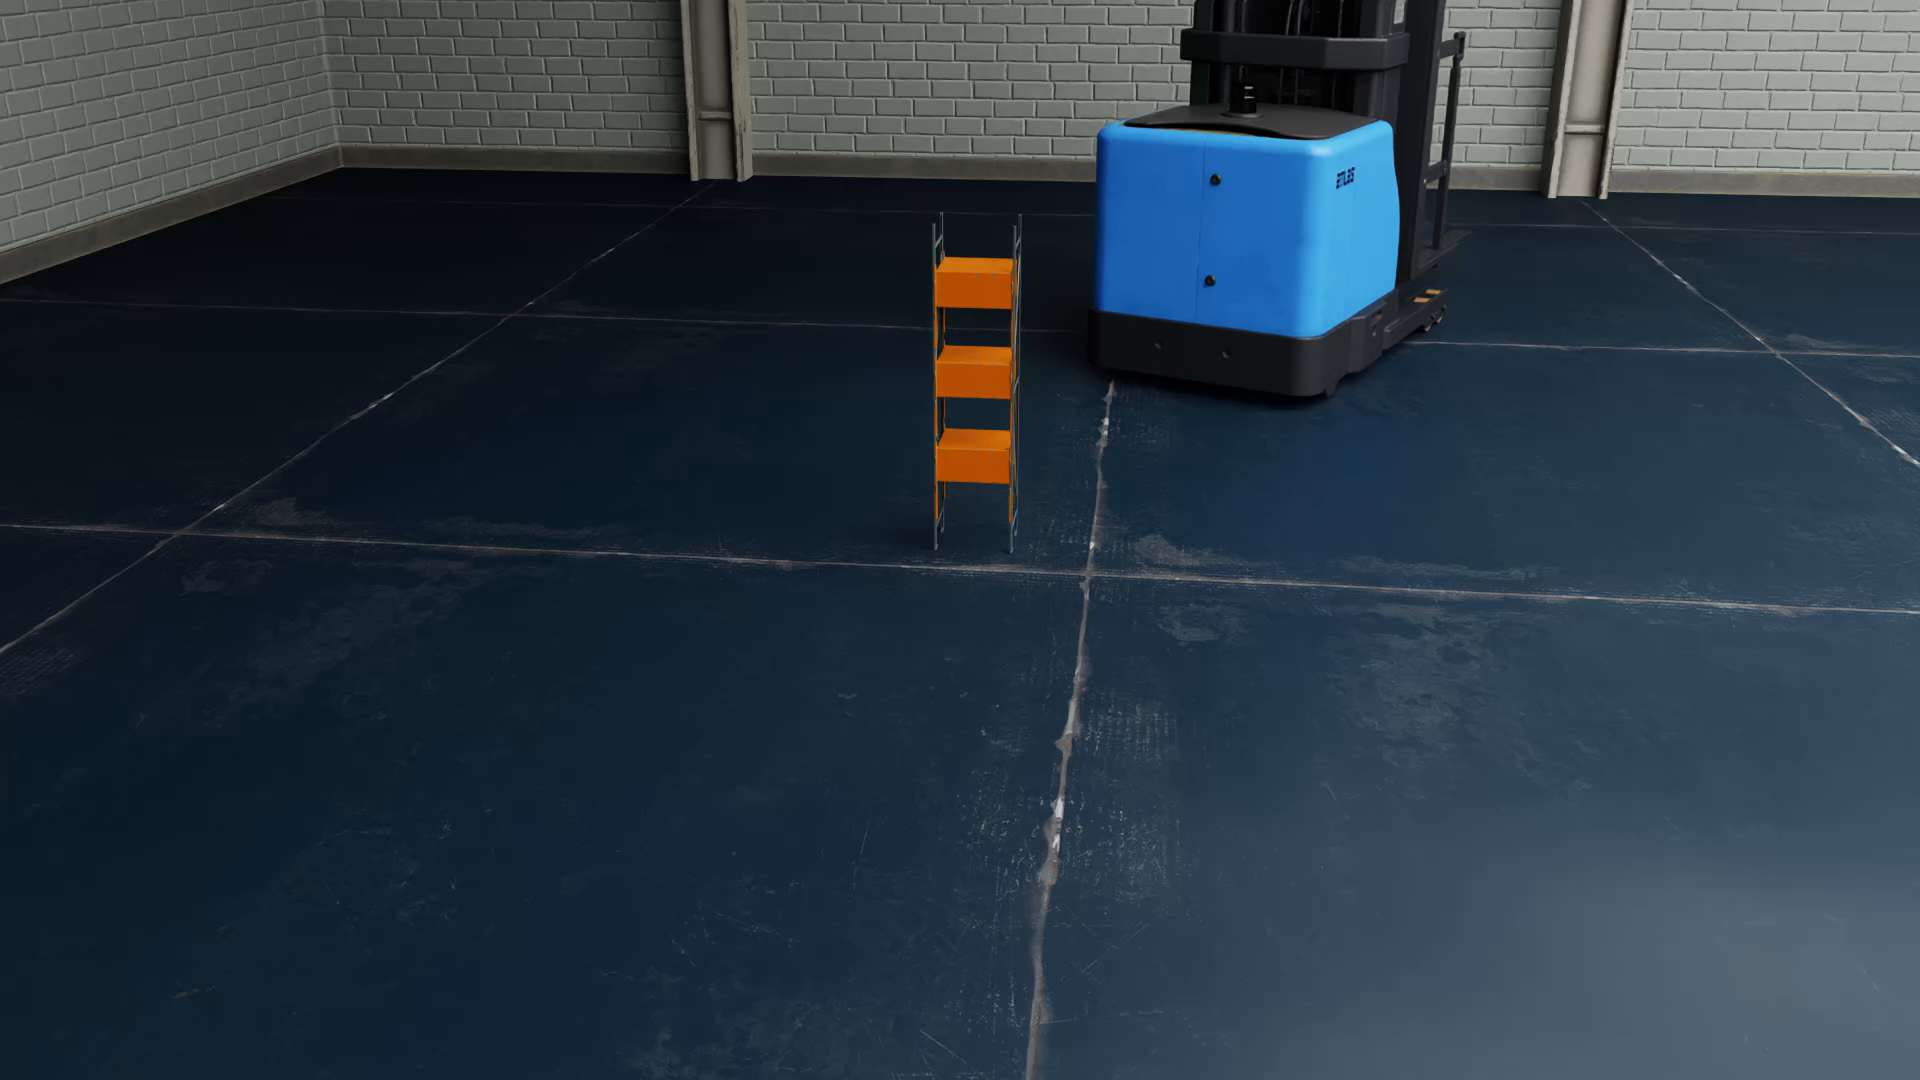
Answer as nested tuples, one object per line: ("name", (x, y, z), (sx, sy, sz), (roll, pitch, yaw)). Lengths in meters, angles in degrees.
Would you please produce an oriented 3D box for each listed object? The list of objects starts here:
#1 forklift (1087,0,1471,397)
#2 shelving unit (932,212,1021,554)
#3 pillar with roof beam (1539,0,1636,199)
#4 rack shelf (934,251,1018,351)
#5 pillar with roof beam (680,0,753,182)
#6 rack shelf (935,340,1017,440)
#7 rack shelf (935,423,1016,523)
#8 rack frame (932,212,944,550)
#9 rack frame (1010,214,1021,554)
("forklift", (1.736, -2.437, 7.617), (1.130, 2.935, 3.031), (12, 25, 28))
("shelving unit", (0.053, -0.486, 5.241), (0.252, 1.050, 0.215), (2, 22, 6))
("pillar with roof beam", (3.718, -4.998, 5.842), (0.400, 9.000, 9.100), (2, 22, 6))
("rack shelf", (0.053, -0.740, 5.141), (0.240, 0.259, 0.215), (2, 22, 6))
("pillar with roof beam", (-2.240, -5.257, 6.498), (0.400, 9.000, 9.100), (2, 22, 6))
("rack shelf", (0.053, -0.476, 5.245), (0.240, 0.259, 0.215), (2, 22, 6))
("rack shelf", (0.053, -0.218, 5.347), (0.240, 0.259, 0.215), (2, 22, 6))
("rack frame", (-0.068, -0.491, 5.254), (0.008, 1.050, 0.200), (2, 22, 6))
("rack frame", (0.174, -0.481, 5.228), (0.008, 1.050, 0.200), (2, 22, 6))
